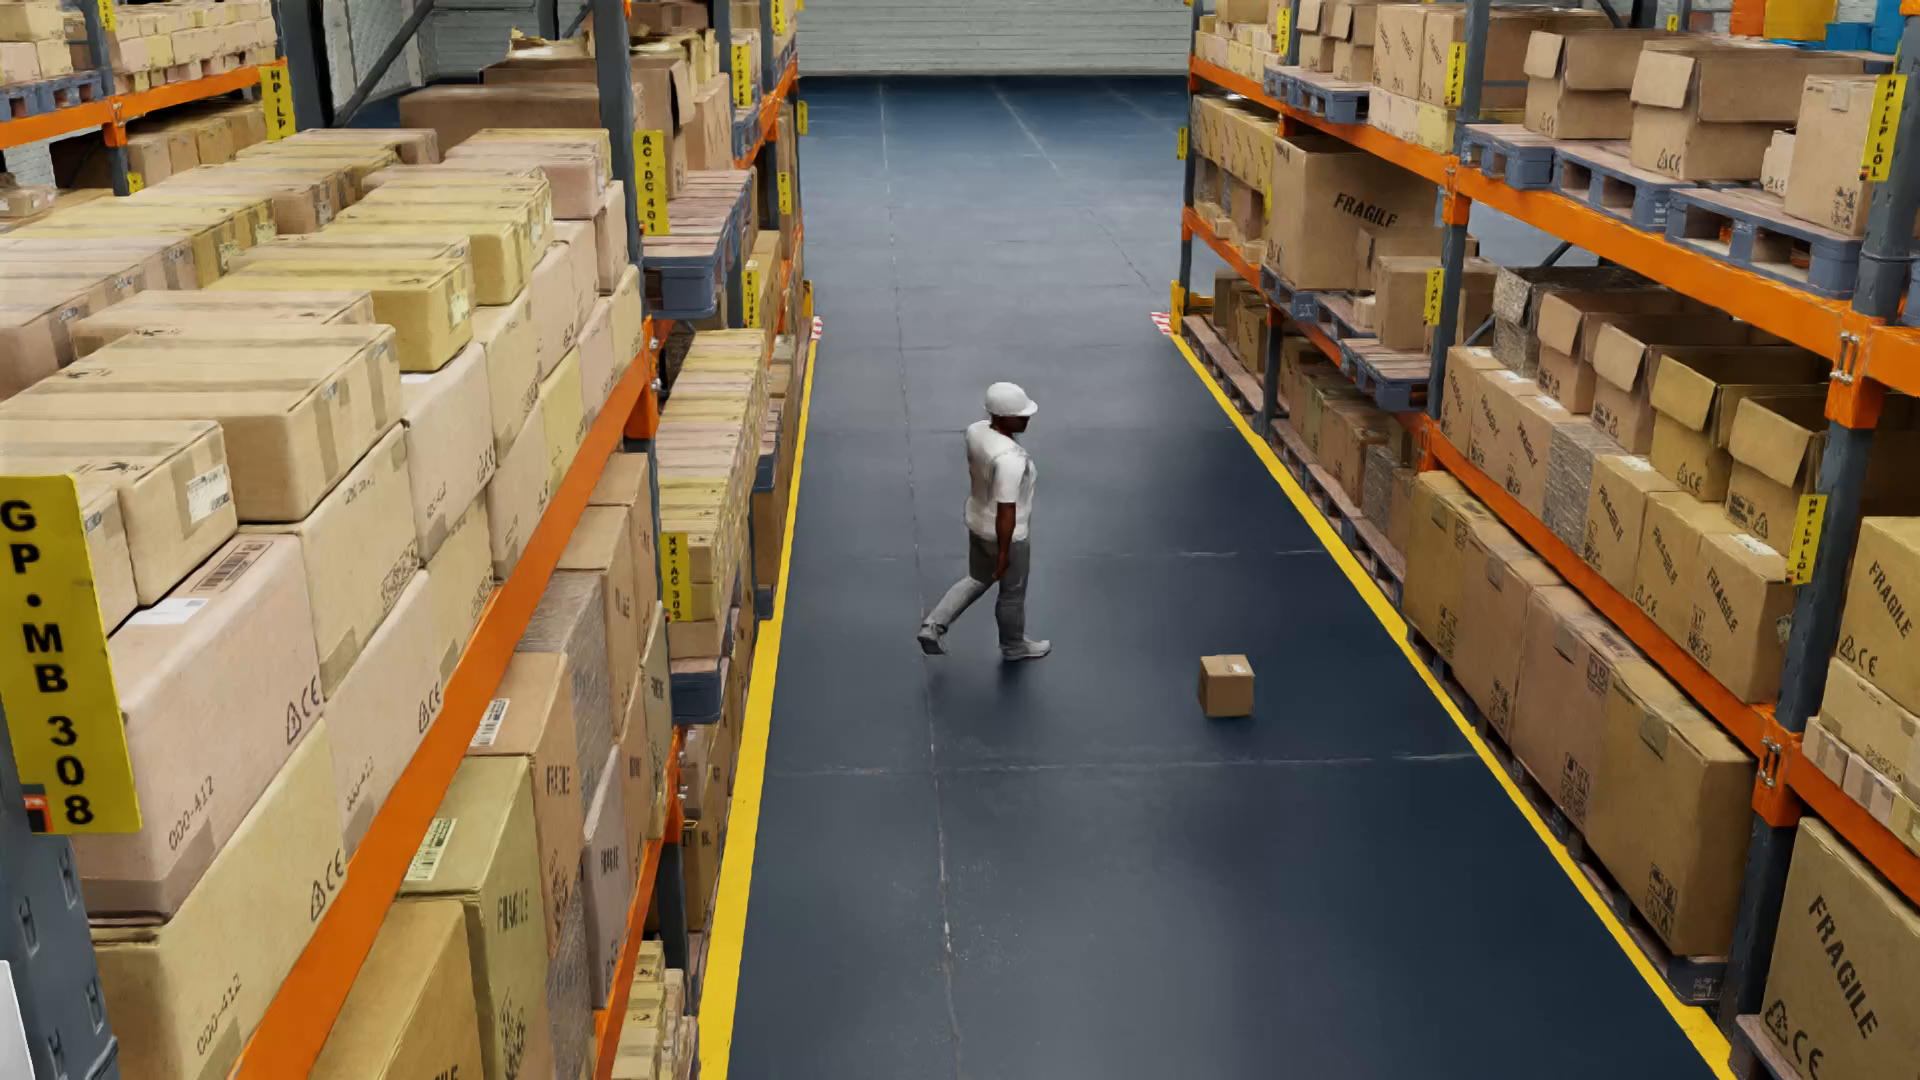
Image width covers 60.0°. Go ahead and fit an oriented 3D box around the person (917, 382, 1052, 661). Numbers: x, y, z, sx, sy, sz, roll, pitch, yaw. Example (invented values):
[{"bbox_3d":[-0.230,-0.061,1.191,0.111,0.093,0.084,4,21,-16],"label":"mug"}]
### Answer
[{"bbox_3d":[0.188,-0.061,9.259,0.870,1.731,0.609,-9,22,-24],"label":"person"}]
